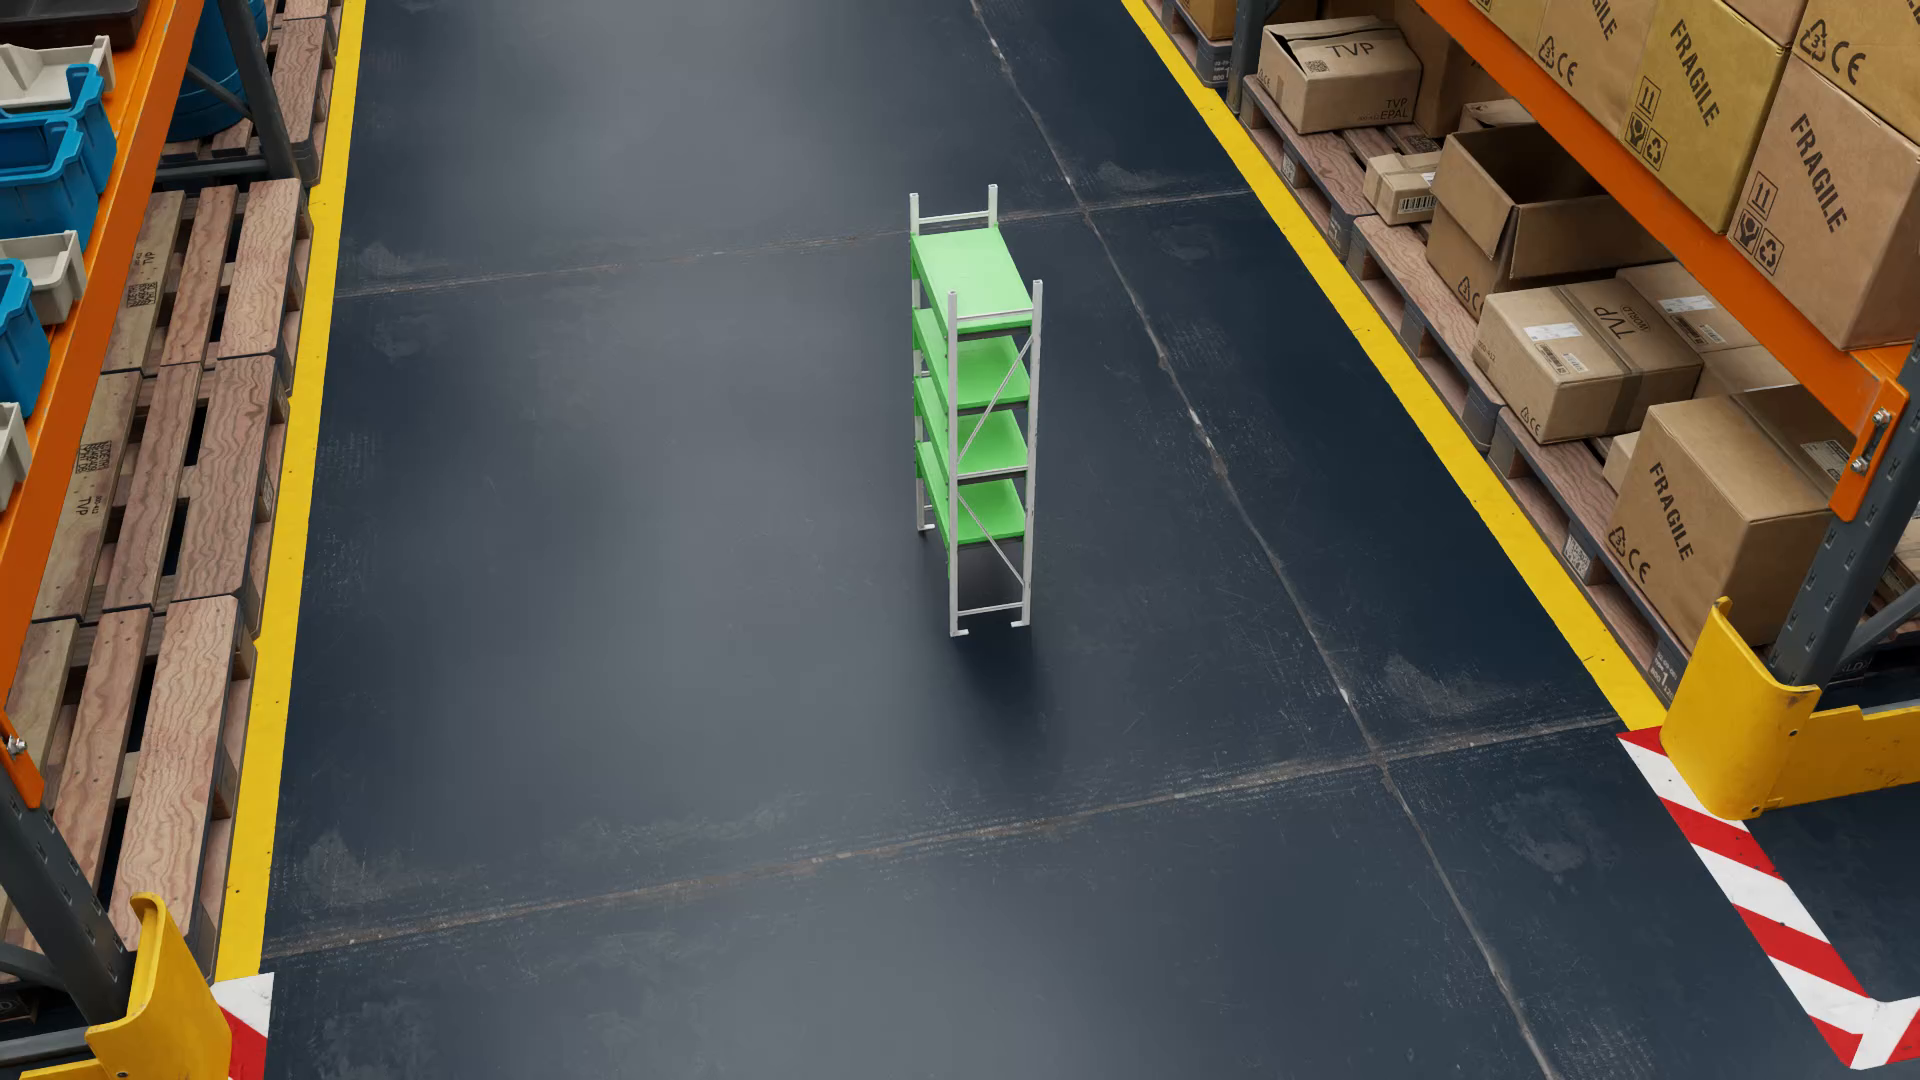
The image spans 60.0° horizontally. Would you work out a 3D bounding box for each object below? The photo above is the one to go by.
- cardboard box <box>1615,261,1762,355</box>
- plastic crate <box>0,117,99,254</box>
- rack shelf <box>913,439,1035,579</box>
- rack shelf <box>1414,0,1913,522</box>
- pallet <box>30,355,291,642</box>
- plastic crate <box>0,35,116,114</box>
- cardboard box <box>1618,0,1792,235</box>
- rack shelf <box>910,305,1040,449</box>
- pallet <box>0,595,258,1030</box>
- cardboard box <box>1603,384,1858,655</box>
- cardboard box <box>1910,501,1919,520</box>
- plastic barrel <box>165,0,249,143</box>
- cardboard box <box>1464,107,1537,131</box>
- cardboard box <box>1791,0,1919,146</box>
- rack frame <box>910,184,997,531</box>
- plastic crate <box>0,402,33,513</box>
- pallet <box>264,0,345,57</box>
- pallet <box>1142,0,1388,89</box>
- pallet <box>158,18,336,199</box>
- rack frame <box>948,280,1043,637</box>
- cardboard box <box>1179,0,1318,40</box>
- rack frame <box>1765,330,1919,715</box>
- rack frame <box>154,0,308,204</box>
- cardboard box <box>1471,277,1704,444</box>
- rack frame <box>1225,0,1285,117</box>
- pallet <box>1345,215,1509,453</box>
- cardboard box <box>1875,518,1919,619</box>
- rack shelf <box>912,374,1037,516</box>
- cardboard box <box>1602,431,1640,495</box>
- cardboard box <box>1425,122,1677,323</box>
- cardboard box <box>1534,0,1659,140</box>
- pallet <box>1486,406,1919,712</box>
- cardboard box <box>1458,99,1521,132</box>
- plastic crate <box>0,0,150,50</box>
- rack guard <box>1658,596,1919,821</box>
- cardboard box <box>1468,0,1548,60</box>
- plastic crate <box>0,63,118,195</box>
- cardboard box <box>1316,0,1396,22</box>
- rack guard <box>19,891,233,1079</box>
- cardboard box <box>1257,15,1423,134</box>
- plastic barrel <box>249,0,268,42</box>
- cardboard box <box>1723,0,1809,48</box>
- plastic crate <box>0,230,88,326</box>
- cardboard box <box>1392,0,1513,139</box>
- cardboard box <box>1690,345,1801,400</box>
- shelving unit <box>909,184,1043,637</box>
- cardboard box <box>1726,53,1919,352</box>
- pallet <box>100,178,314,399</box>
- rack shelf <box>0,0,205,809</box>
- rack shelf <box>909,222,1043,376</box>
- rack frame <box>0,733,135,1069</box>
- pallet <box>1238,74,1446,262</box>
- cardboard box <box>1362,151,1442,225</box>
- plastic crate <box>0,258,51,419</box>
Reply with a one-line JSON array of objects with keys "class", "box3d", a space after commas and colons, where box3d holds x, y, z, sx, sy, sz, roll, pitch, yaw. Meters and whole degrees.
[{"class": "cardboard box", "box3d": [2.497, -0.692, 5.510, 0.500, 0.250, 0.500, -8, 42, -9]}, {"class": "plastic crate", "box3d": [-2.300, -0.827, 4.004, 0.416, 0.233, 0.300, -8, 42, -9]}, {"class": "rack shelf", "box3d": [0.036, -0.114, 4.933, 0.258, 0.148, 0.480, -8, 42, -9]}, {"class": "rack shelf", "box3d": [2.121, -1.542, 5.269, 1.077, 0.370, 4.000, -8, 42, -9]}, {"class": "pallet", "box3d": [-2.684, -0.093, 5.196, 1.003, 0.211, 1.213, -8, 42, -9]}, {"class": "plastic crate", "box3d": [-2.478, -1.238, 4.538, 0.293, 0.136, 0.466, -8, 42, -9]}, {"class": "cardboard box", "box3d": [2.075, -1.139, 4.198, 0.500, 0.500, 0.500, -8, 42, -9]}, {"class": "rack shelf", "box3d": [0.036, -0.473, 4.614, 0.258, 0.148, 0.480, -8, 42, -9]}, {"class": "pallet", "box3d": [-2.424, 0.696, 4.307, 1.003, 0.211, 1.213, -8, 42, -9]}, {"class": "cardboard box", "box3d": [2.195, -0.061, 4.611, 0.500, 0.500, 0.500, -8, 42, -9]}, {"class": "cardboard box", "box3d": [2.744, -0.102, 4.908, 0.380, 0.166, 0.250, -8, 42, -9]}, {"class": "plastic barrel", "box3d": [-3.248, -2.127, 6.651, 0.600, 0.901, 0.708, -8, 42, -9]}, {"class": "cardboard box", "box3d": [2.252, -1.451, 6.319, 0.500, 0.311, 0.500, -8, 42, -9]}, {"class": "cardboard box", "box3d": [2.189, -1.175, 3.485, 0.500, 0.500, 0.500, -9, 42, -10]}, {"class": "rack frame", "box3d": [-0.017, -0.500, 4.909, 0.240, 1.200, 0.015, -8, 42, -9]}, {"class": "plastic crate", "box3d": [-2.004, -0.158, 3.322, 0.250, 0.136, 0.298, -8, 42, -9]}, {"class": "pallet", "box3d": [-3.540, -2.655, 8.082, 1.003, 0.211, 1.213, -8, 42, -9]}, {"class": "pallet", "box3d": [1.477, -2.586, 8.004, 1.003, 0.211, 1.213, -8, 42, -9]}, {"class": "pallet", "box3d": [-3.273, -1.863, 7.190, 1.003, 0.211, 1.213, -8, 42, -9]}, {"class": "rack frame", "box3d": [0.088, -0.183, 4.553, 0.240, 1.200, 0.015, -8, 42, -9]}, {"class": "cardboard box", "box3d": [1.303, -2.616, 7.489, 0.500, 0.500, 0.500, -9, 42, -10]}, {"class": "rack frame", "box3d": [2.553, -0.514, 3.570, 1.000, 3.000, 0.127, -8, 42, -9]}, {"class": "rack frame", "box3d": [-3.148, -2.400, 5.694, 1.000, 3.000, 0.127, -8, 42, -9]}, {"class": "cardboard box", "box3d": [2.020, -0.588, 5.392, 0.500, 0.250, 0.500, -8, 42, -9]}, {"class": "rack frame", "box3d": [1.690, -3.107, 6.491, 1.000, 3.000, 0.127, -8, 42, -9]}, {"class": "pallet", "box3d": [2.104, -0.826, 6.022, 1.003, 0.211, 1.213, -8, 42, -9]}, {"class": "cardboard box", "box3d": [2.798, 0.067, 4.731, 0.380, 0.149, 0.250, -8, 42, -9]}, {"class": "rack shelf", "box3d": [0.036, -0.294, 4.773, 0.258, 0.148, 0.480, -8, 42, -9]}, {"class": "cardboard box", "box3d": [2.196, -0.212, 5.032, 0.380, 0.166, 0.250, -8, 42, -9]}, {"class": "cardboard box", "box3d": [2.100, -1.121, 5.802, 0.797, 0.503, 0.637, -8, 42, -9]}, {"class": "cardboard box", "box3d": [1.973, -1.463, 4.563, 0.500, 0.500, 0.500, -8, 42, -9]}, {"class": "pallet", "box3d": [2.364, -0.037, 5.133, 1.003, 0.211, 1.213, -8, 42, -9]}, {"class": "cardboard box", "box3d": [2.229, -1.642, 6.657, 0.380, 0.149, 0.250, -8, 42, -9]}, {"class": "plastic crate", "box3d": [-2.644, -1.632, 4.991, 0.437, 0.125, 0.590, -8, 42, -9]}, {"class": "rack guard", "box3d": [2.537, 0.371, 4.455, 1.175, 0.500, 0.348, -8, 42, -9]}, {"class": "cardboard box", "box3d": [1.864, -1.790, 4.931, 0.500, 0.500, 0.500, -9, 42, -10]}, {"class": "plastic crate", "box3d": [-2.365, -1.022, 4.223, 0.416, 0.233, 0.300, -8, 42, -9]}, {"class": "cardboard box", "box3d": [1.823, -2.685, 7.567, 0.500, 0.500, 0.500, -10, 43, -11]}, {"class": "rack guard", "box3d": [-2.266, 1.142, 3.587, 1.175, 0.500, 0.348, -8, 42, -9]}, {"class": "cardboard box", "box3d": [1.569, -1.963, 6.896, 0.500, 0.311, 0.500, -8, 42, -9]}, {"class": "plastic barrel", "box3d": [-3.401, -2.586, 7.168, 0.600, 0.901, 0.708, -8, 42, -9]}, {"class": "cardboard box", "box3d": [2.079, -1.502, 3.854, 0.500, 0.500, 0.500, -7, 42, -8]}, {"class": "plastic crate", "box3d": [-2.151, -0.597, 3.817, 0.250, 0.136, 0.298, -8, 42, -9]}, {"class": "cardboard box", "box3d": [2.090, -2.008, 6.804, 0.500, 0.500, 0.500, -8, 42, -9]}, {"class": "cardboard box", "box3d": [2.605, -0.368, 5.145, 0.500, 0.250, 0.500, -8, 42, -9]}, {"class": "shelving unit", "box3d": [0.036, -0.341, 4.731, 0.258, 1.200, 0.503, -8, 42, -9]}, {"class": "cardboard box", "box3d": [2.191, -0.803, 3.820, 0.500, 0.500, 0.500, -7, 42, -8]}, {"class": "pallet", "box3d": [-2.951, -0.886, 6.089, 1.003, 0.211, 1.213, -8, 42, -9]}, {"class": "rack shelf", "box3d": [-2.716, -0.834, 4.472, 1.077, 0.370, 4.000, -8, 42, -9]}, {"class": "rack shelf", "box3d": [0.036, -0.653, 4.455, 0.258, 0.148, 0.480, -8, 42, -9]}, {"class": "rack frame", "box3d": [-2.284, 0.193, 2.773, 1.000, 3.000, 0.127, -8, 42, -9]}, {"class": "pallet", "box3d": [1.837, -1.619, 6.915, 1.003, 0.211, 1.213, -8, 42, -9]}, {"class": "cardboard box", "box3d": [1.766, -1.350, 6.314, 0.380, 0.166, 0.250, -8, 42, -9]}, {"class": "plastic crate", "box3d": [-2.158, -0.401, 3.523, 0.416, 0.233, 0.300, -8, 42, -9]}]
